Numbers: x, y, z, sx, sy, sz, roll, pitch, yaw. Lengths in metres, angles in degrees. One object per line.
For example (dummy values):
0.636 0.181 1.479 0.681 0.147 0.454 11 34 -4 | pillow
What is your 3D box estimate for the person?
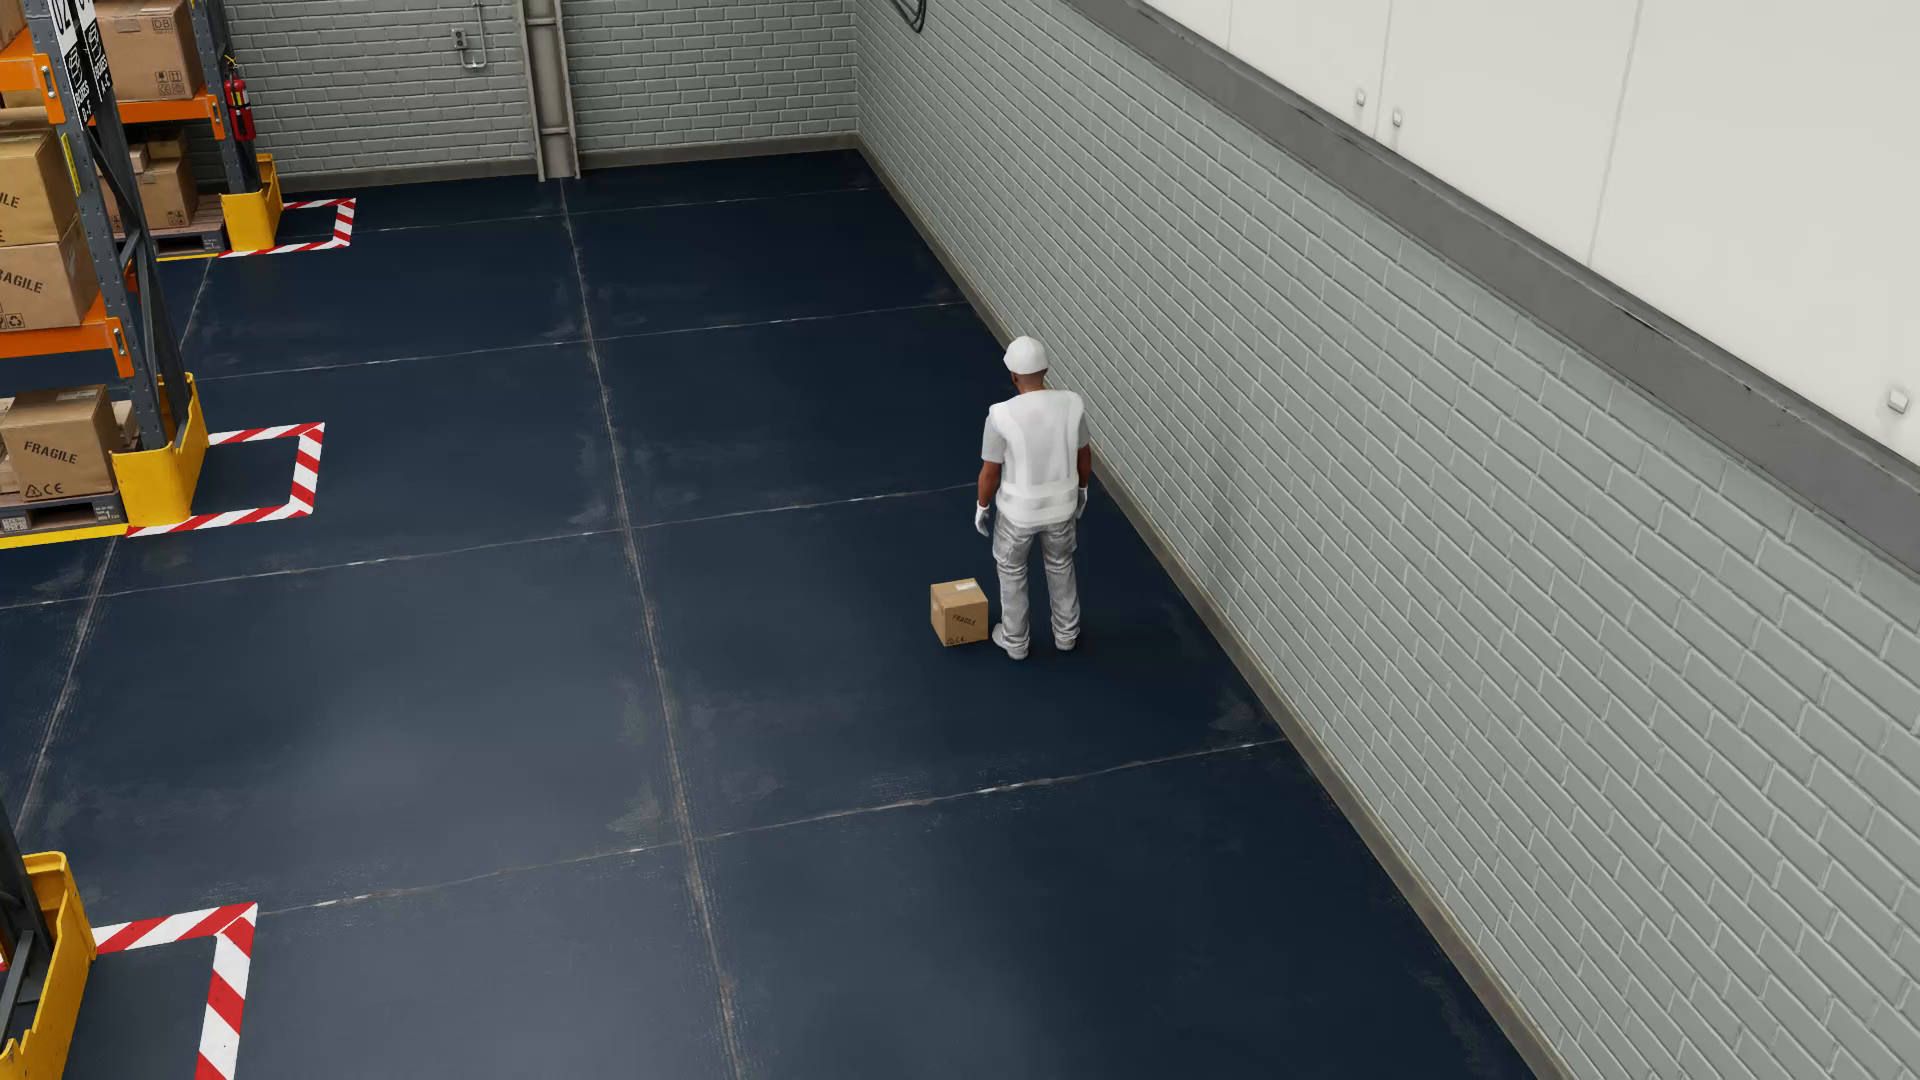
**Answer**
0.376 -0.199 8.575 0.628 1.774 0.448 -10 31 -16 | person
